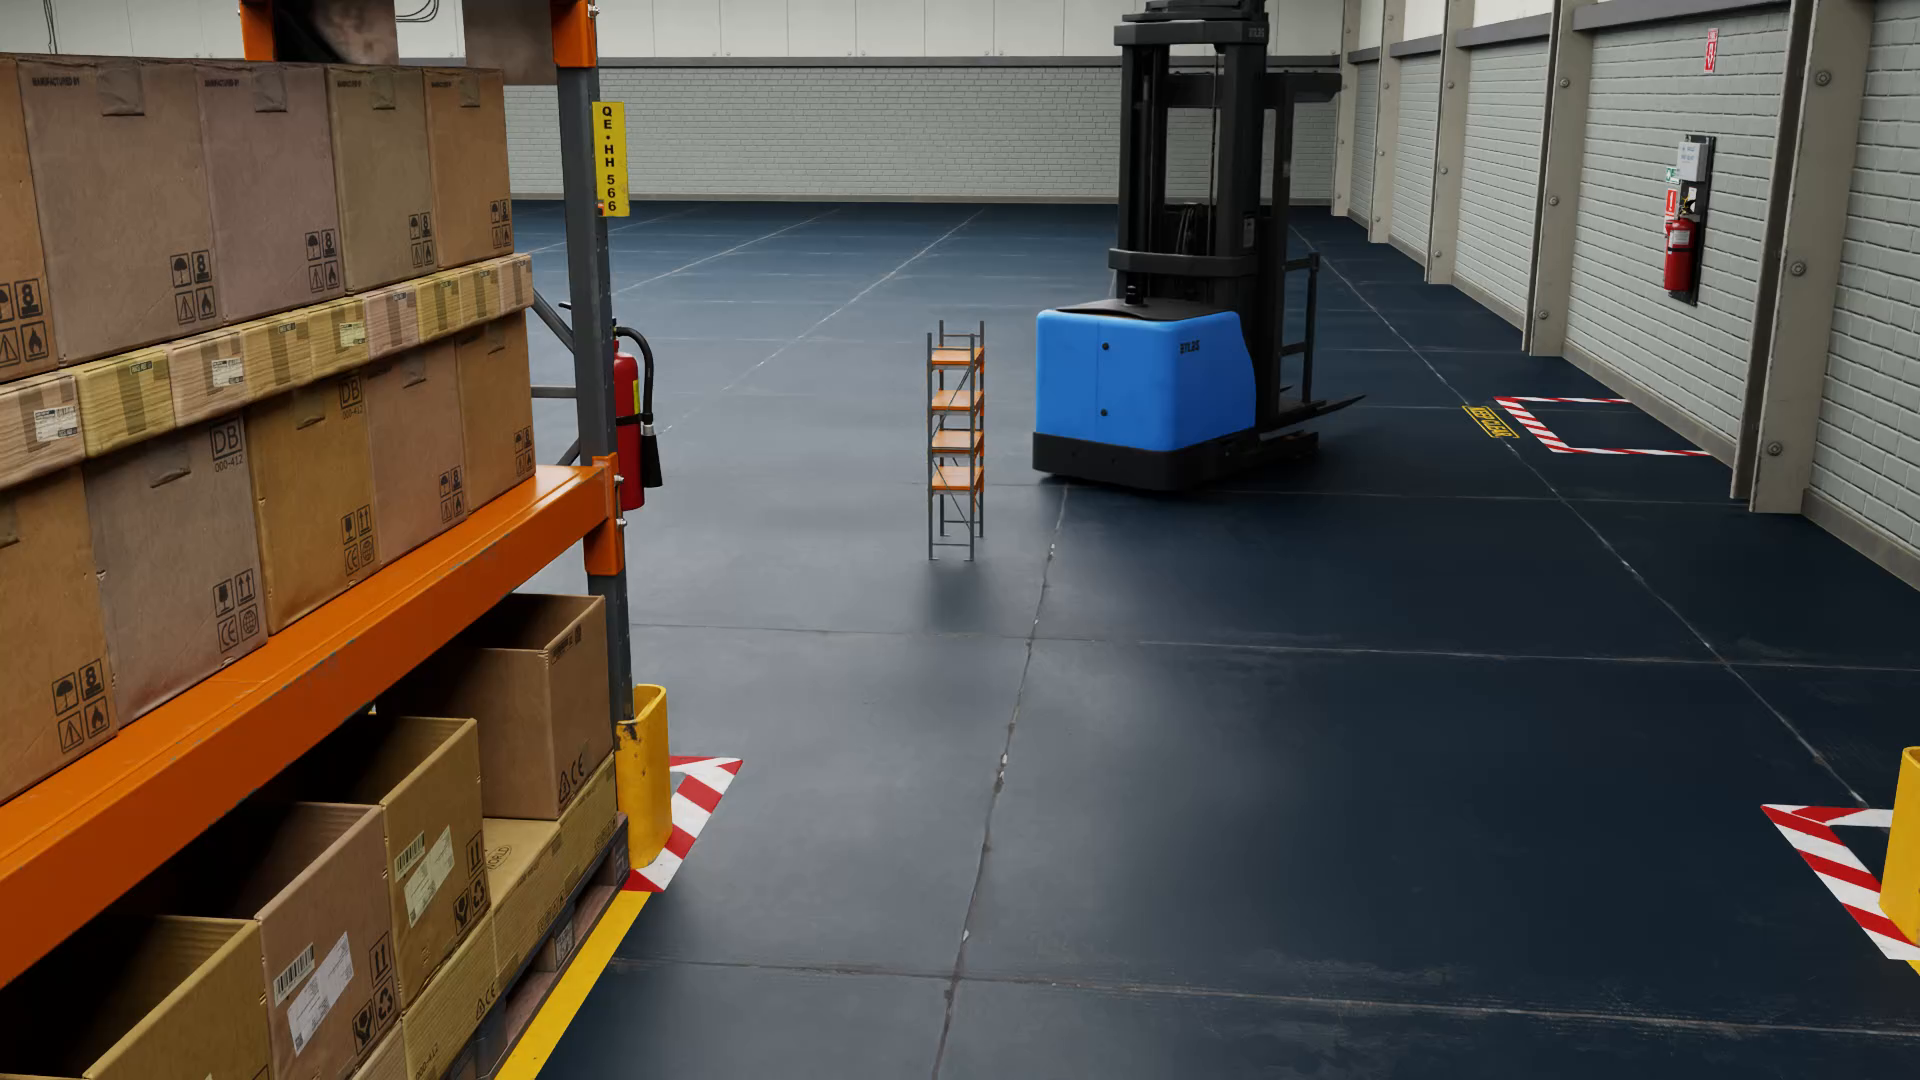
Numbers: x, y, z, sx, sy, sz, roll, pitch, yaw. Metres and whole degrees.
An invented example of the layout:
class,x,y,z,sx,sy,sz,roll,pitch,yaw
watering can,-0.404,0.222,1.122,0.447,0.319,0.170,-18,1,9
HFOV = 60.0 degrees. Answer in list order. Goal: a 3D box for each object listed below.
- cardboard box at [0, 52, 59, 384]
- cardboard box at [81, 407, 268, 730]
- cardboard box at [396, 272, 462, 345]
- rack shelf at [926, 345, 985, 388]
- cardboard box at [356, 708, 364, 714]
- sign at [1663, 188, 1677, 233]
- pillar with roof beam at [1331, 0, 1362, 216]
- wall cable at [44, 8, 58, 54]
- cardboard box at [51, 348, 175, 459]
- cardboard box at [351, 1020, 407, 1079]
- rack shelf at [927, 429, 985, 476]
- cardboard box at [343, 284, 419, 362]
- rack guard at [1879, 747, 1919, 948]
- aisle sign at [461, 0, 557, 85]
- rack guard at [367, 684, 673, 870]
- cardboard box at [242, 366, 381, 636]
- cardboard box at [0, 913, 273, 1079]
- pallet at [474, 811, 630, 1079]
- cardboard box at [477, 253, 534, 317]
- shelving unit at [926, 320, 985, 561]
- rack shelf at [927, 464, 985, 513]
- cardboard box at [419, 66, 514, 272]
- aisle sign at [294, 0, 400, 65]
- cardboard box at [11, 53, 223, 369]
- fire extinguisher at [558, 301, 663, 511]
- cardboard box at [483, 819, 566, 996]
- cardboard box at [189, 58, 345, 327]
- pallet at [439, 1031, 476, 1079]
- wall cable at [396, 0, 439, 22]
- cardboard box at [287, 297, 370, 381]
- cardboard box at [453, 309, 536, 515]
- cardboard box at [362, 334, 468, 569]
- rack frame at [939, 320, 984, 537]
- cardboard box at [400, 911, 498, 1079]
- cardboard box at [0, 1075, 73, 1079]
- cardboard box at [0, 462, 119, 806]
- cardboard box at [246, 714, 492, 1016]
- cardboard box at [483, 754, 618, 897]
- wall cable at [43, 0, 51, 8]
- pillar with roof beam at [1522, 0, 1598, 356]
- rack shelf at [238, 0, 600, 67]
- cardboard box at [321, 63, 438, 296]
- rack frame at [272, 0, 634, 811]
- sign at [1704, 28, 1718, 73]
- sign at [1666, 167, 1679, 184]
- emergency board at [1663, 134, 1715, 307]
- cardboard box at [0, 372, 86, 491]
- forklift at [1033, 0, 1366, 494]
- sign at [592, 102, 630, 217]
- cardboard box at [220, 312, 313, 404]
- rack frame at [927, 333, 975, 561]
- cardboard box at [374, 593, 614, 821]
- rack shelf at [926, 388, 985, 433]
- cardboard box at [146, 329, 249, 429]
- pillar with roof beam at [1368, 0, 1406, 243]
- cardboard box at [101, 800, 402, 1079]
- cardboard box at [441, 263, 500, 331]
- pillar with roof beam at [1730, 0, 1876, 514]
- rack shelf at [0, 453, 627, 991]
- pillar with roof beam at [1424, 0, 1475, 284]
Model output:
class,x,y,z,sx,sy,sz,roll,pitch,yaw
cardboard box,-1.850,-0.466,2.464,0.700,0.500,0.500,2,15,6
cardboard box,-1.793,0.021,3.147,0.700,0.500,0.500,2,15,8
cardboard box,-1.466,-0.576,4.110,0.380,0.149,0.250,1,15,5
rack shelf,-0.019,-0.916,8.744,0.258,0.148,0.480,2,15,6
cardboard box,-1.892,0.572,4.328,0.500,0.500,0.500,2,15,6
sign,5.306,-2.455,12.425,0.001,0.329,0.234,2,15,6
pillar with roof beam,3.255,-10.905,32.251,9.100,9.000,0.400,2,15,6
wall cable,-22.120,-10.932,38.300,3.097,2.526,0.112,2,15,6
cardboard box,-1.613,-0.243,2.880,0.380,0.149,0.250,2,15,6
cardboard box,-1.480,1.209,3.409,0.500,0.250,0.500,2,15,6
rack shelf,-0.019,-0.471,8.864,0.258,0.148,0.480,2,15,6
cardboard box,-1.497,-0.510,3.869,0.380,0.149,0.250,2,15,7
rack guard,3.358,0.918,4.809,1.175,0.500,0.348,2,15,6
aisle sign,-1.256,-1.716,4.783,0.394,0.787,0.004,2,15,6
rack guard,-1.553,0.747,5.441,1.175,0.500,0.348,2,15,6
cardboard box,-1.737,-0.116,3.652,0.700,0.500,0.500,2,15,7
cardboard box,-1.531,0.976,2.831,0.500,0.500,0.500,2,15,6
pallet,-1.600,1.092,4.717,1.003,0.211,1.213,2,15,6
cardboard box,-1.409,-0.710,4.606,0.380,0.149,0.250,1,15,5
shelving unit,-0.019,-0.536,8.847,0.258,1.200,0.503,2,15,6
rack shelf,-0.019,-0.280,8.916,0.258,0.148,0.480,2,15,6
cardboard box,-1.627,-0.993,4.412,0.700,0.500,0.500,2,15,6
aisle sign,-1.852,-1.734,4.848,0.394,0.787,0.004,2,15,6
cardboard box,-1.793,-0.596,2.943,0.700,0.500,0.500,2,15,6
fire extinguisher,-1.081,-0.433,5.164,0.296,0.674,0.183,2,15,6
cardboard box,-1.367,0.949,4.368,0.500,0.250,0.500,2,15,6
cardboard box,-1.737,-0.726,3.423,0.700,0.500,0.500,2,15,6
pallet,-1.740,1.408,3.550,1.003,0.211,1.213,2,15,6
wall cable,-12.689,-13.789,36.401,2.305,6.003,0.169,2,15,6
cardboard box,-1.526,-0.442,3.617,0.380,0.149,0.250,2,15,8
cardboard box,-1.621,-0.381,4.632,0.700,0.500,0.500,2,15,6
cardboard box,-1.675,-0.244,4.128,0.700,0.500,0.500,2,15,8
rack frame,0.009,-0.600,9.081,0.240,1.200,0.015,2,15,6
cardboard box,-1.422,1.079,3.888,0.500,0.250,0.500,2,15,6
cardboard box,-1.595,1.106,2.352,0.500,0.500,0.500,2,15,6
cardboard box,-1.849,0.154,2.655,0.700,0.500,0.500,2,15,7
cardboard box,-1.419,0.717,3.790,0.500,0.500,0.500,2,15,6
cardboard box,-1.322,0.819,4.849,0.500,0.250,0.500,2,15,6
wall cable,-19.432,-13.290,37.346,3.097,2.526,0.112,2,15,6
pillar with roof beam,1.224,-6.236,14.986,9.100,9.000,0.400,2,15,6
rack shelf,-1.781,-1.035,2.875,1.077,0.370,4.000,2,15,6
cardboard box,-1.681,-0.857,3.907,0.700,0.500,0.500,1,15,5
rack frame,-1.556,-0.453,5.091,1.000,3.000,0.127,2,15,6
sign,5.241,-3.415,11.605,0.001,0.298,0.199,2,15,6
sign,5.297,-2.710,12.353,0.001,0.109,0.331,2,15,6
emergency board,5.141,-2.297,11.911,0.194,1.169,0.643,2,15,6
cardboard box,-1.643,-0.175,2.630,0.380,0.149,0.250,1,15,5
forklift,1.781,-2.020,11.016,1.130,2.935,3.031,12,19,38
sign,-1.018,-1.107,4.837,0.100,0.325,0.005,2,15,6
cardboard box,-1.554,-0.374,3.364,0.380,0.149,0.250,2,15,8
rack frame,-0.046,-0.473,8.613,0.240,1.200,0.015,2,15,6
cardboard box,-1.320,0.457,4.751,0.500,0.500,0.500,2,15,6
rack shelf,-0.019,-0.687,8.806,0.258,0.148,0.480,2,15,6
cardboard box,-1.582,-0.307,3.118,0.380,0.149,0.250,1,15,5
pillar with roof beam,2.578,-9.349,26.496,9.100,9.000,0.400,2,15,6
cardboard box,-1.476,0.847,3.311,0.500,0.500,0.500,2,15,6
cardboard box,-1.437,-0.642,4.355,0.380,0.149,0.250,2,15,8
pillar with roof beam,0.547,-4.680,9.231,9.100,9.000,0.400,2,15,6
rack shelf,-1.781,0.413,3.267,1.077,0.370,4.000,2,15,6
pillar with roof beam,1.901,-7.792,20.741,9.100,9.000,0.400,2,15,6
